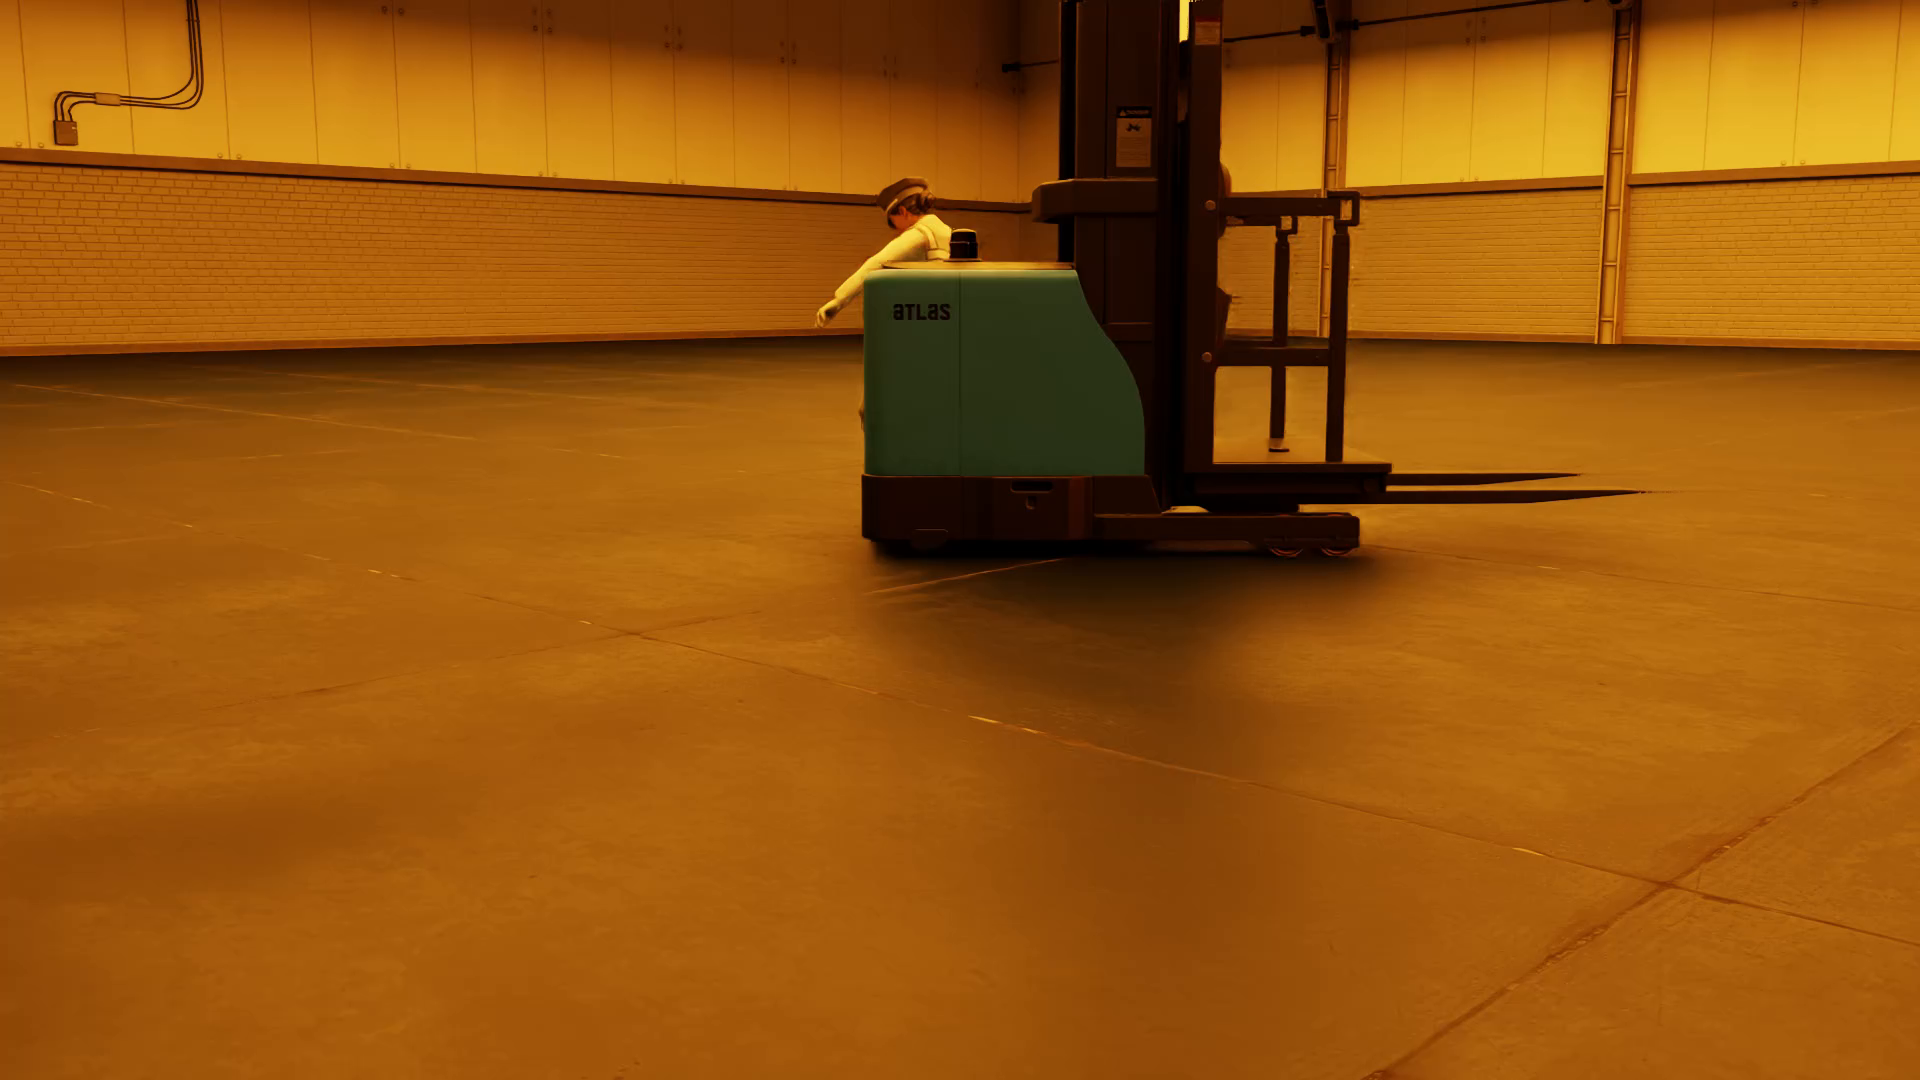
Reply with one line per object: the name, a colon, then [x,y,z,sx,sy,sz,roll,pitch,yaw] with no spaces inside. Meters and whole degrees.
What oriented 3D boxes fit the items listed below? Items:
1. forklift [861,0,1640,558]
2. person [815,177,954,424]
forklift: [1.129,-1.461,6.579,3.031,2.935,1.130,0,9,-2]
person: [-0.257,-0.897,7.554,0.775,1.485,1.109,7,11,37]
